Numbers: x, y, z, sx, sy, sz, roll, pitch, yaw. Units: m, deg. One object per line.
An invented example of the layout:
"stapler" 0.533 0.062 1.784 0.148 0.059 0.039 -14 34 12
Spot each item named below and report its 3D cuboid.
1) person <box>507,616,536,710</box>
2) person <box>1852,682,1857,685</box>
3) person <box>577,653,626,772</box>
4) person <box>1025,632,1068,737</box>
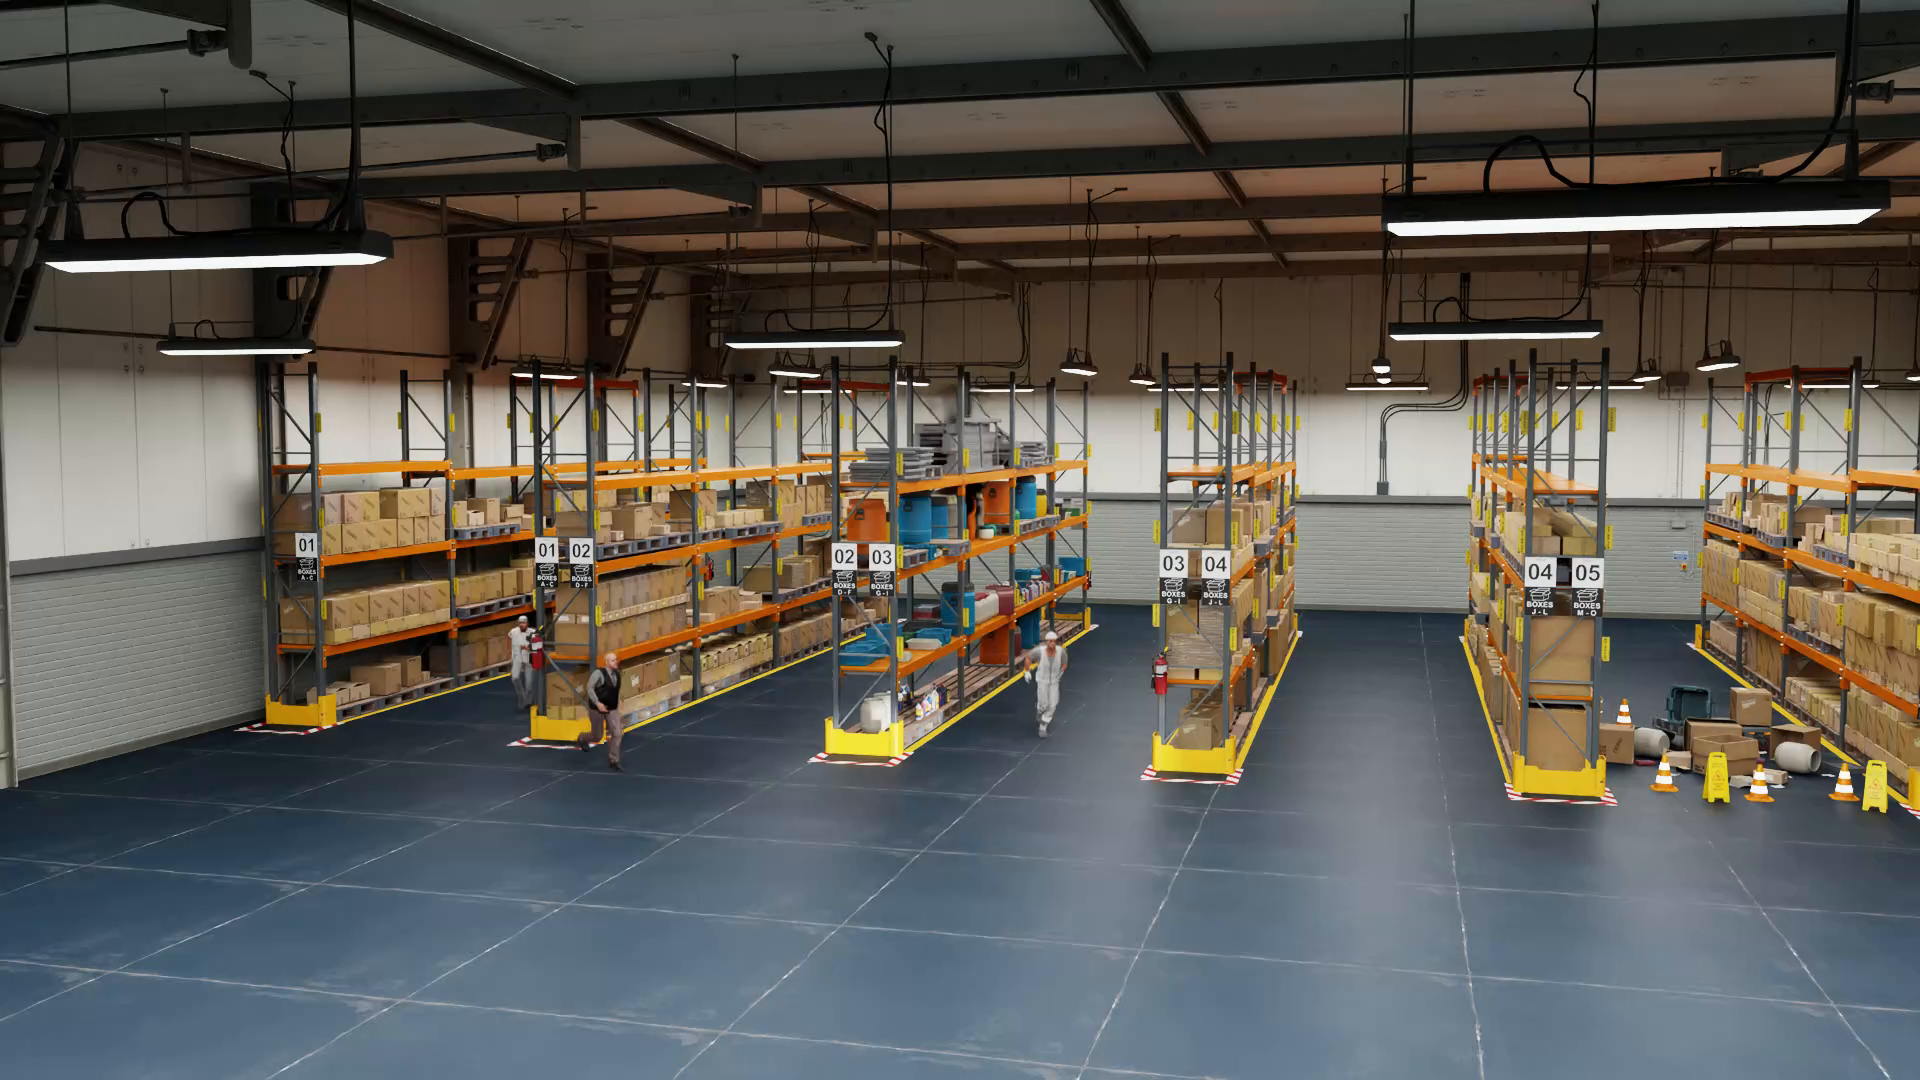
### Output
"person" -7.631 2.132 29.079 0.631 1.654 0.790 0 4 -2
"person" 16.981 1.979 31.202 0.519 1.710 0.790 1 4 14
"person" -5.194 2.478 24.153 0.999 1.716 0.659 3 5 40
"person" 1.398 2.296 26.533 0.652 1.707 0.744 -1 4 -16
